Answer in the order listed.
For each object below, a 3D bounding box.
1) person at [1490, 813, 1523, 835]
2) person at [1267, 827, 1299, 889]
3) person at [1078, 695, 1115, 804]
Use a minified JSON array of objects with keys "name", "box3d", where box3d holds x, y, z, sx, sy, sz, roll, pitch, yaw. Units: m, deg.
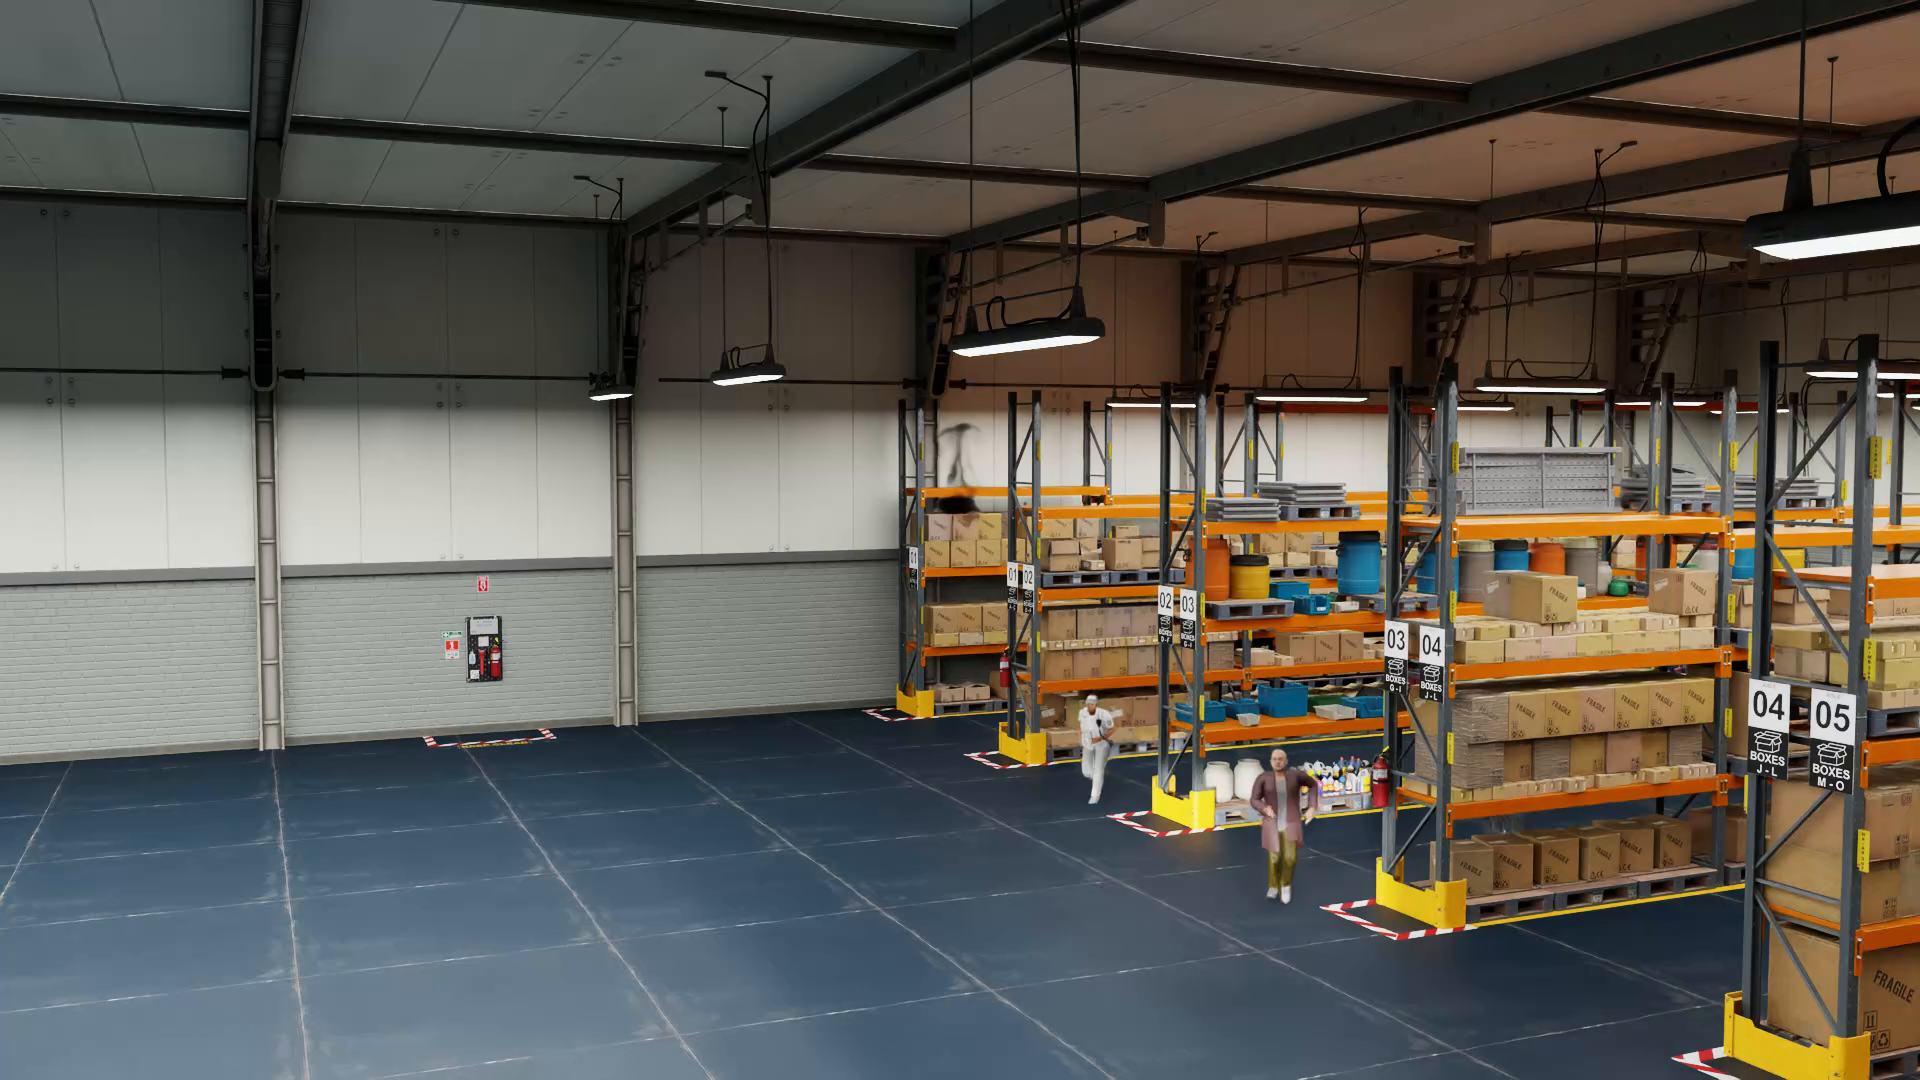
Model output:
[{"name":"person","box3d":[6.956,3.234,21.125,0.598,1.370,0.359,-3,4,-40]},{"name":"person","box3d":[3.599,3.496,18.572,0.387,0.950,0.745,1,3,15]},{"name":"person","box3d":[1.947,2.992,23.879,0.596,1.603,0.723,1,4,20]}]
